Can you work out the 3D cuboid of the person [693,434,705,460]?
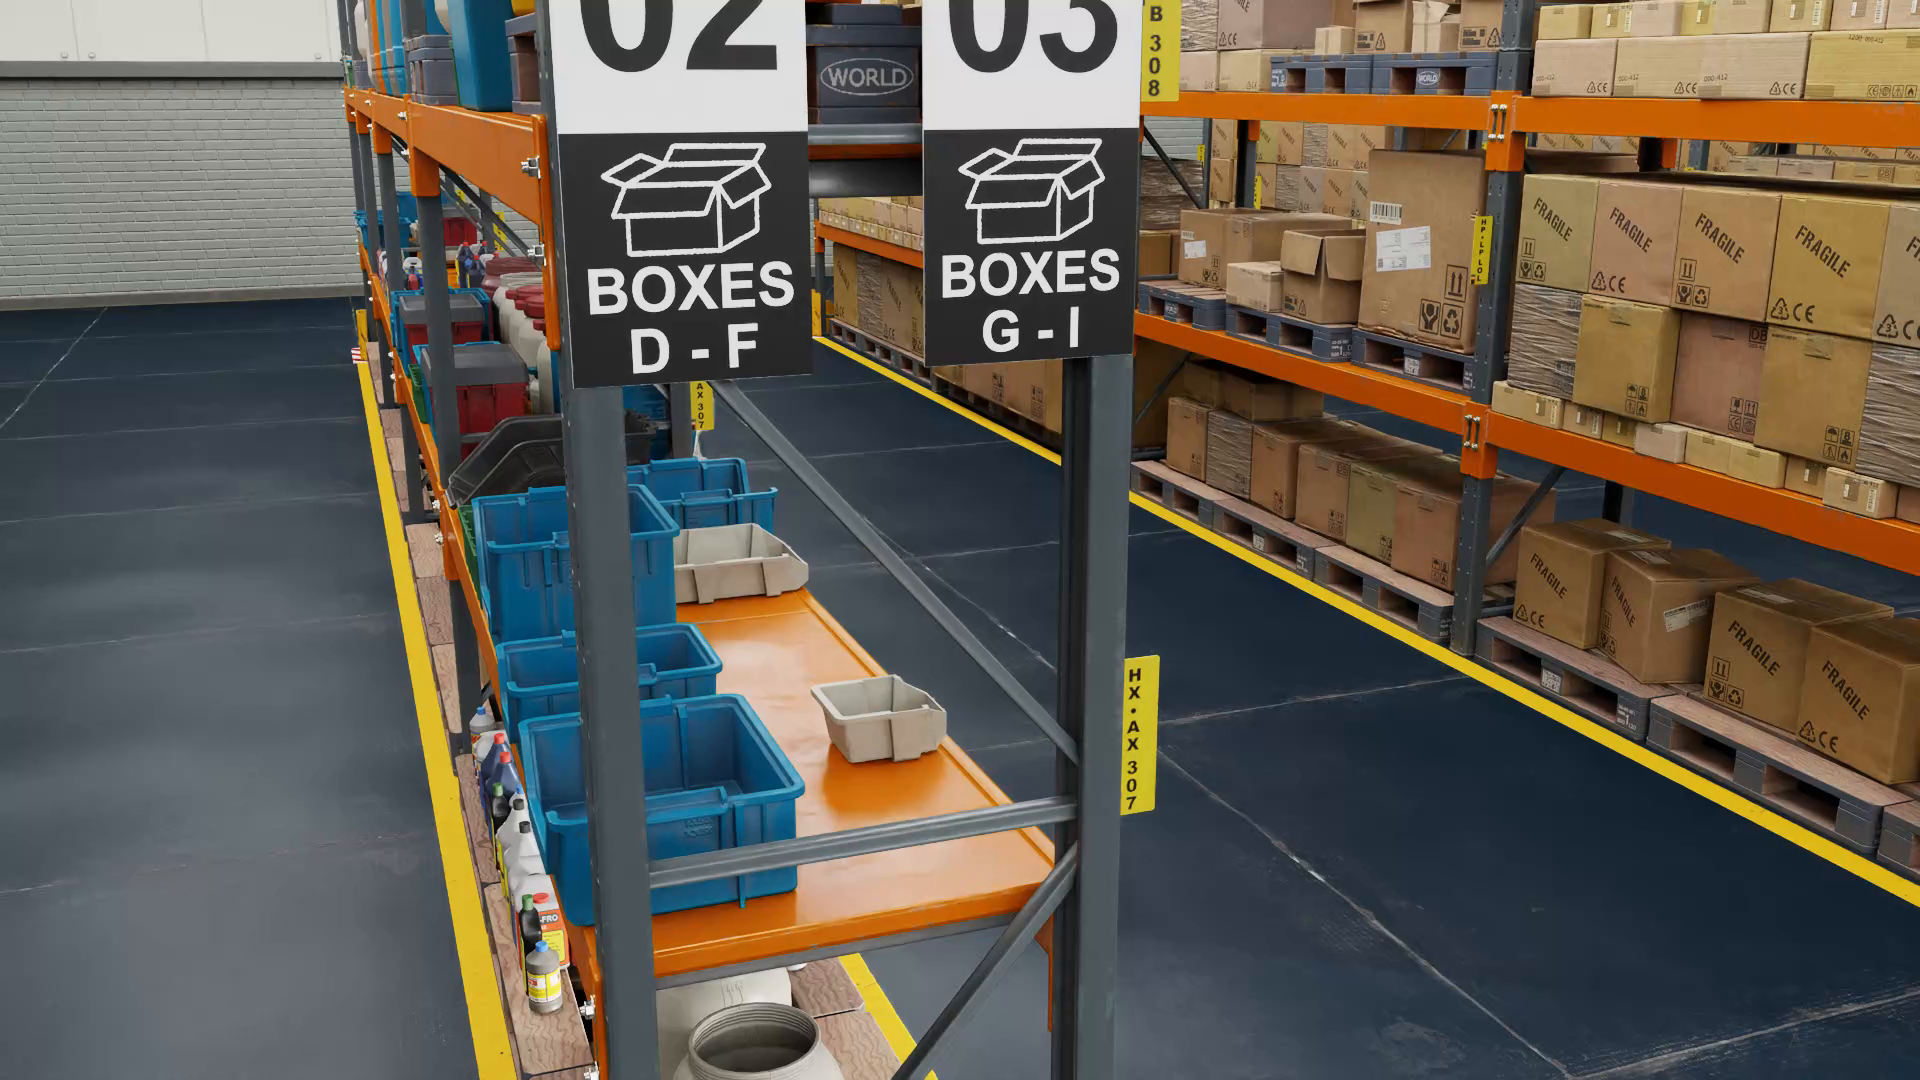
[{"bbox_3d":[-1.444,-0.043,8.005,0.640,1.565,0.622,-11,19,-35],"label":"person"}]
